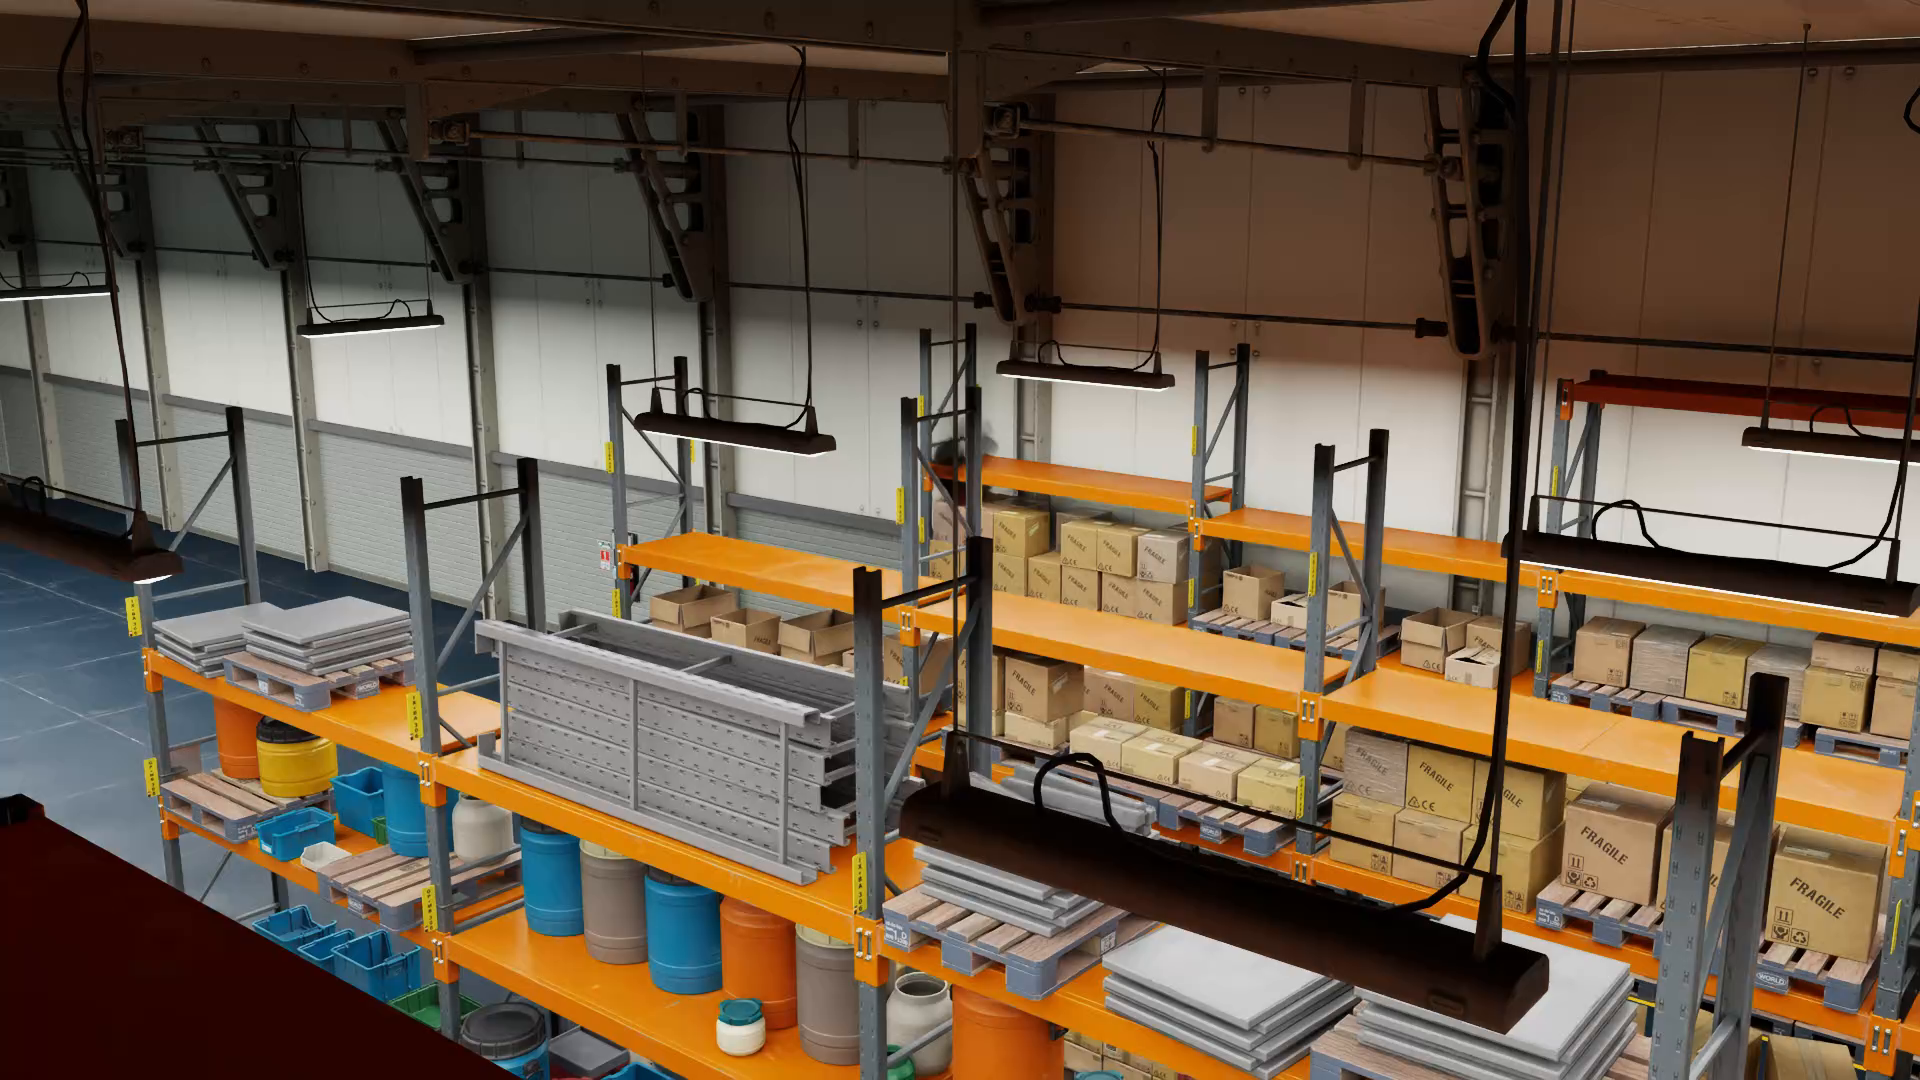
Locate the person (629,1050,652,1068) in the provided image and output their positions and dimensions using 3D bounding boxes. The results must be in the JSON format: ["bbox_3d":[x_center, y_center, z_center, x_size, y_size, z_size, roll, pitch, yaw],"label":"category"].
[{"bbox_3d":[-2.935,4.026,14.568,0.751,1.719,0.671,7,14,27],"label":"person"}]
